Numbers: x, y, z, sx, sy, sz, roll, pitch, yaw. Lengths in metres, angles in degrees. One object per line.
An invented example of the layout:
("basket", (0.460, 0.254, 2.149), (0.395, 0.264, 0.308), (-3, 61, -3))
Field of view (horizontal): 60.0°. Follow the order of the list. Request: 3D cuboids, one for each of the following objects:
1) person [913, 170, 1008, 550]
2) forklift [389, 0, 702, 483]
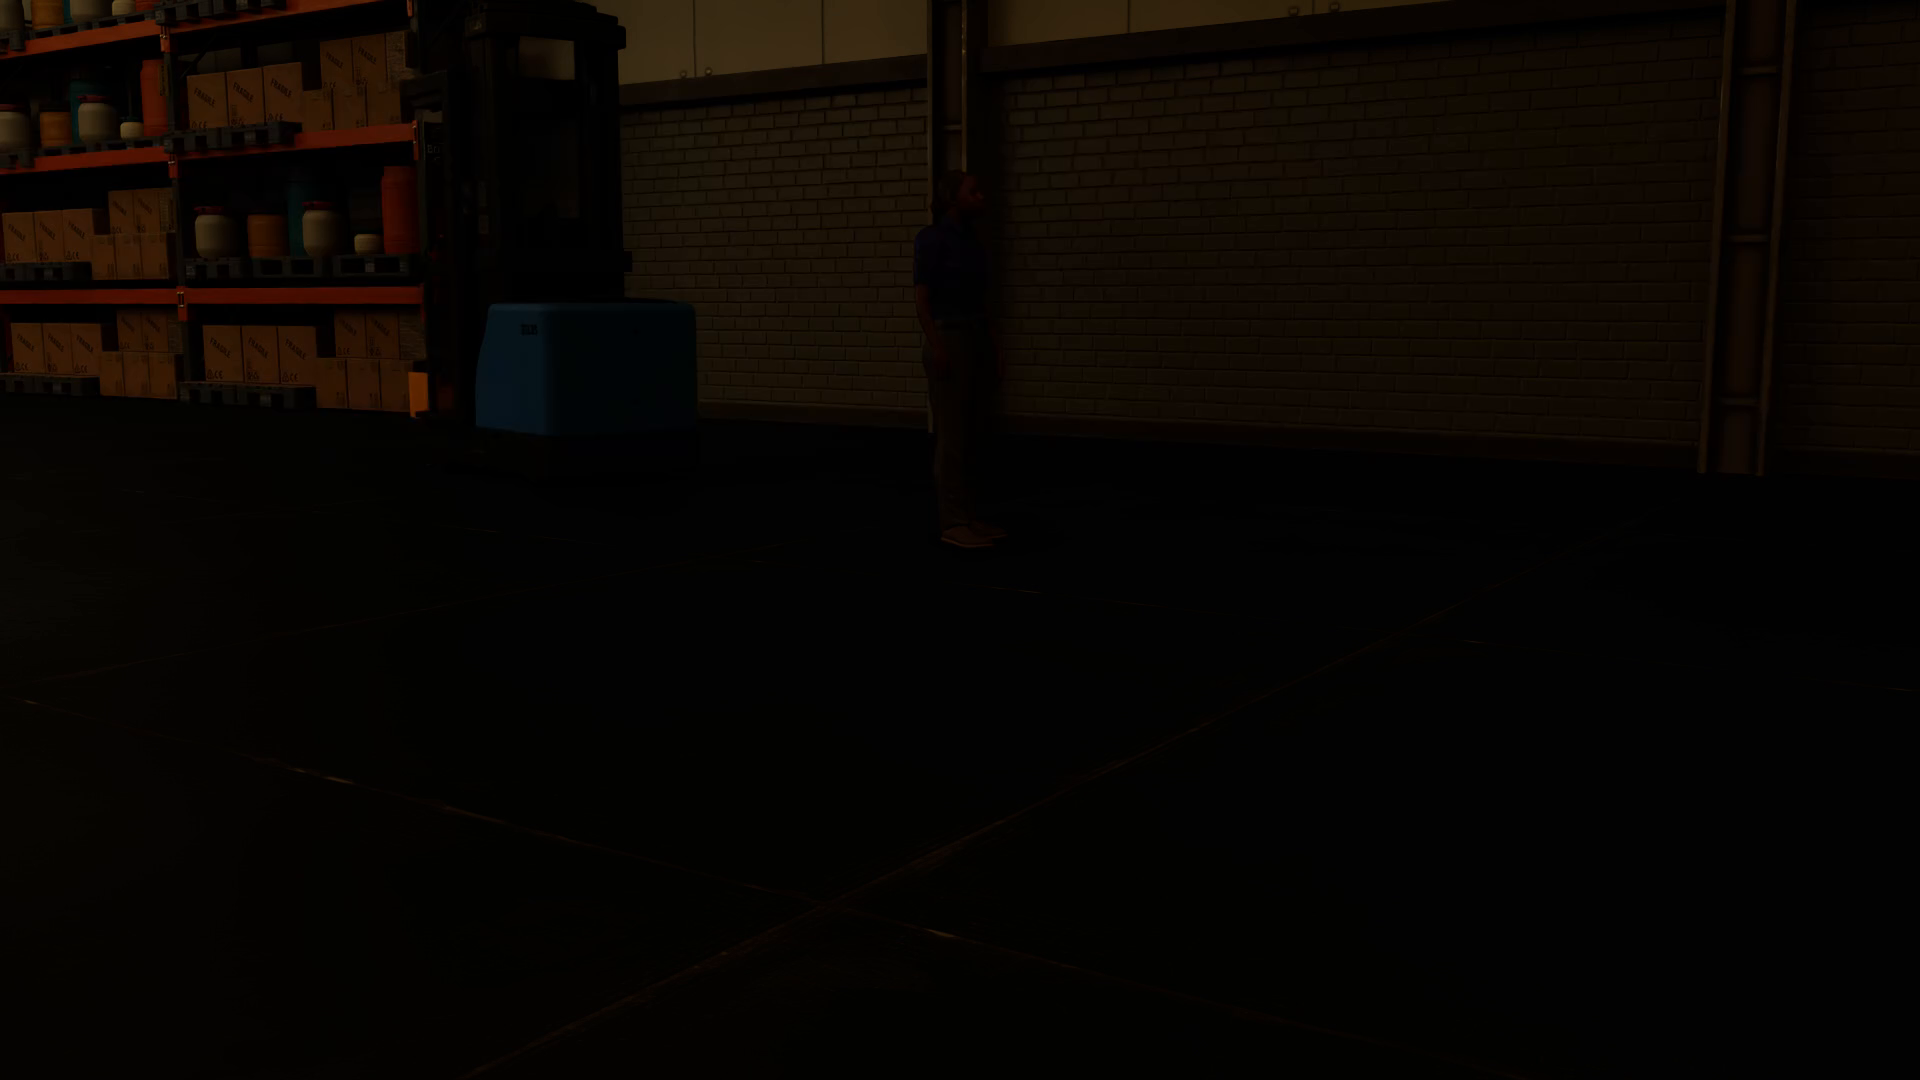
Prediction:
("person", (0.061, -0.817, 7.421), (0.504, 1.654, 0.569), (5, 10, 34))
("forklift", (-2.916, -1.949, 10.898), (1.130, 2.935, 3.031), (-7, 10, -39))
